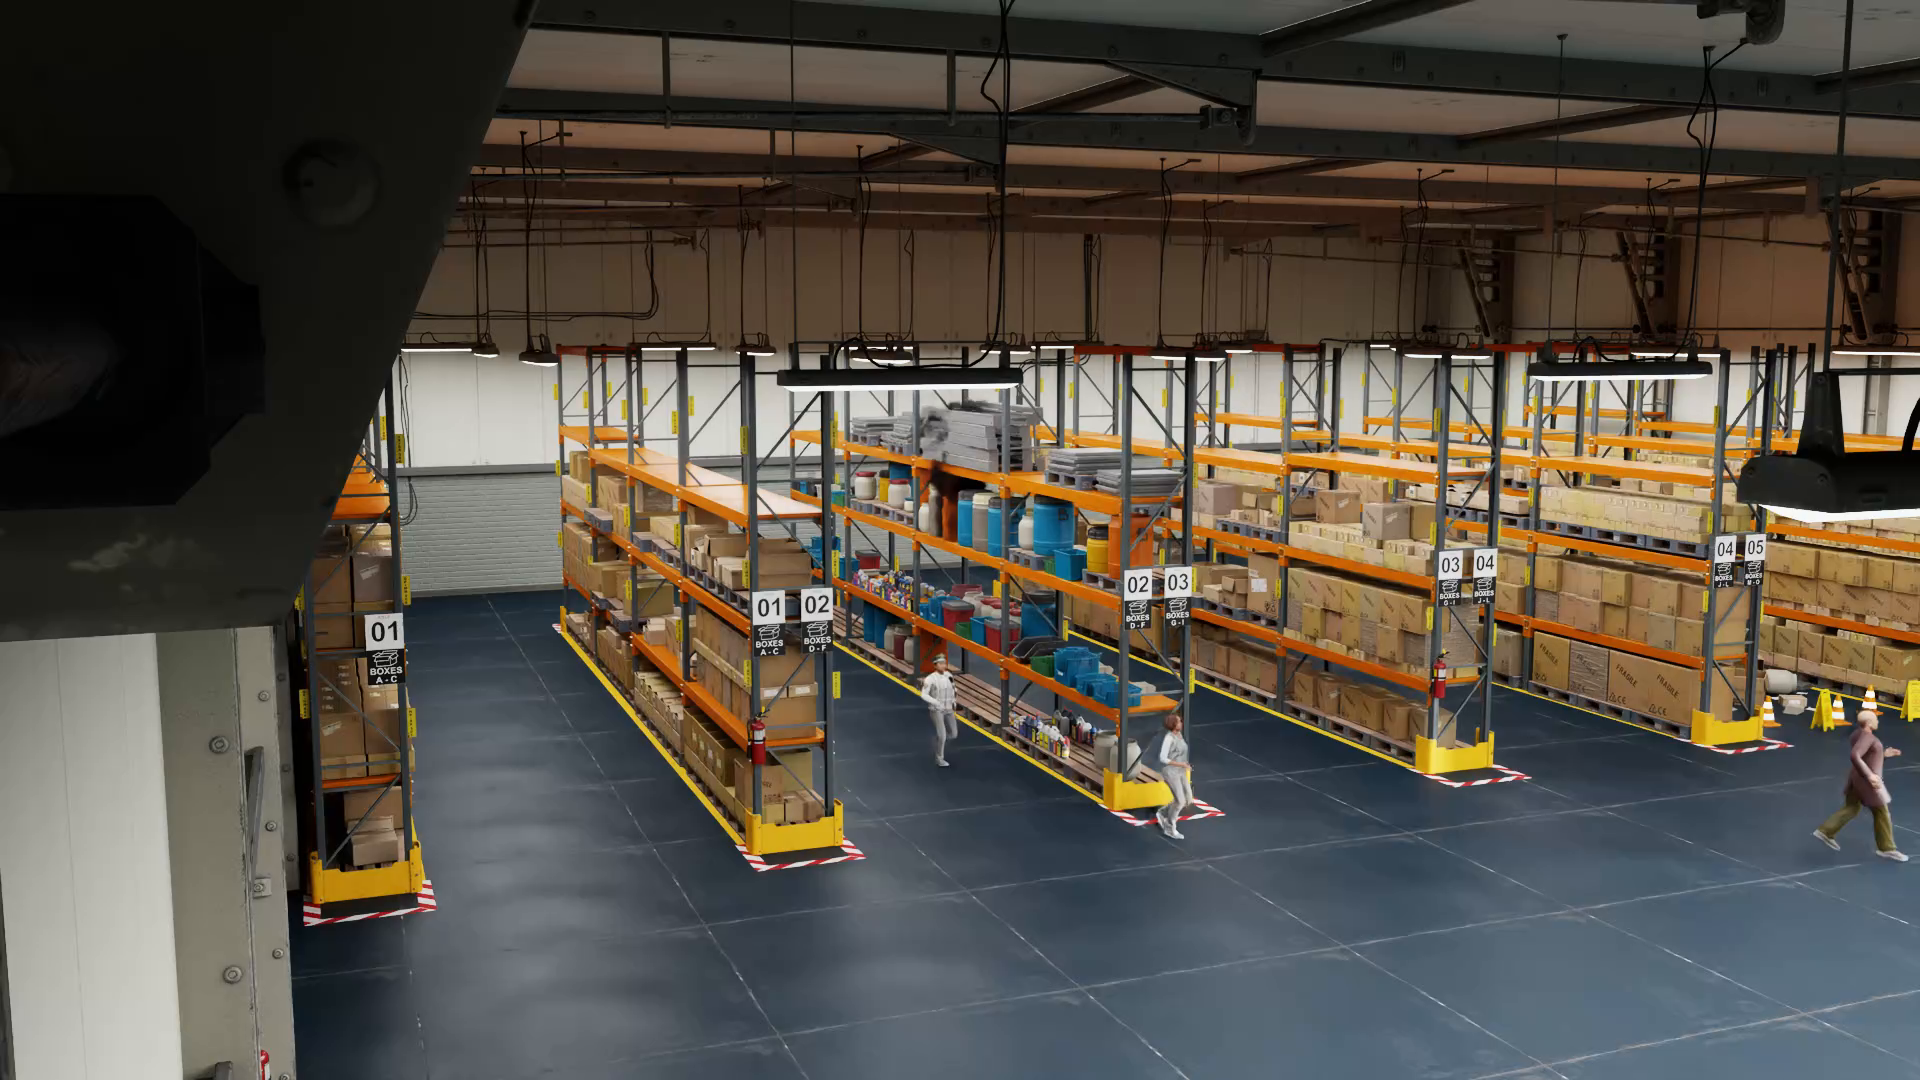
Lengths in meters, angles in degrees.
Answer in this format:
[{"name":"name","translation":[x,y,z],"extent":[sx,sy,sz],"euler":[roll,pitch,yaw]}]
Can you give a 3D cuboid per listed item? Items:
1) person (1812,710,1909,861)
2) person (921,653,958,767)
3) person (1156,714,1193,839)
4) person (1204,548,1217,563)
[{"name":"person","translation":[10.789,2.909,19.835],"extent":[1.045,1.782,0.697],"euler":[1,7,7]},{"name":"person","translation":[-0.261,2.456,24.113],"extent":[0.611,1.649,0.548],"euler":[-4,9,-32]},{"name":"person","translation":[2.691,2.948,20.739],"extent":[0.513,1.586,0.558],"euler":[3,8,24]},{"name":"person","translation":[6.354,0.146,42.197],"extent":[0.755,1.752,0.640],"euler":[-5,9,-32]}]
